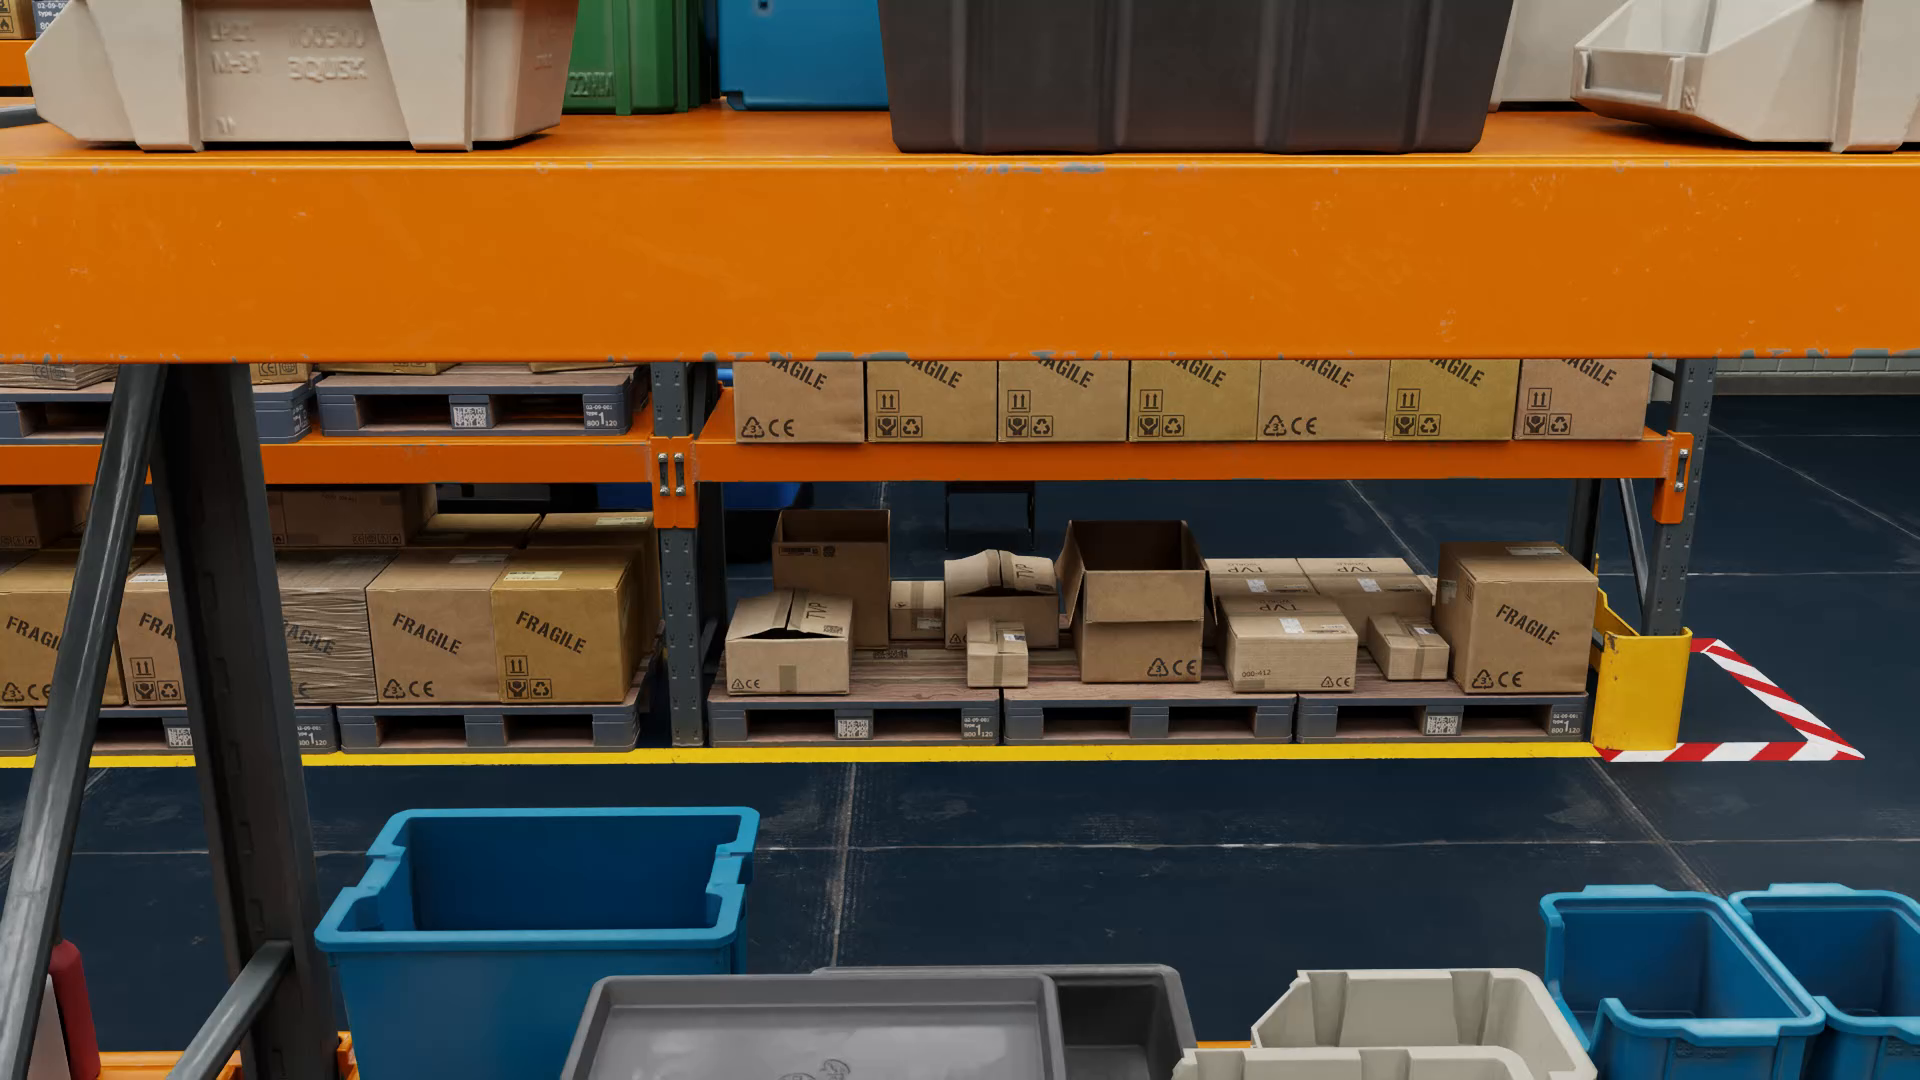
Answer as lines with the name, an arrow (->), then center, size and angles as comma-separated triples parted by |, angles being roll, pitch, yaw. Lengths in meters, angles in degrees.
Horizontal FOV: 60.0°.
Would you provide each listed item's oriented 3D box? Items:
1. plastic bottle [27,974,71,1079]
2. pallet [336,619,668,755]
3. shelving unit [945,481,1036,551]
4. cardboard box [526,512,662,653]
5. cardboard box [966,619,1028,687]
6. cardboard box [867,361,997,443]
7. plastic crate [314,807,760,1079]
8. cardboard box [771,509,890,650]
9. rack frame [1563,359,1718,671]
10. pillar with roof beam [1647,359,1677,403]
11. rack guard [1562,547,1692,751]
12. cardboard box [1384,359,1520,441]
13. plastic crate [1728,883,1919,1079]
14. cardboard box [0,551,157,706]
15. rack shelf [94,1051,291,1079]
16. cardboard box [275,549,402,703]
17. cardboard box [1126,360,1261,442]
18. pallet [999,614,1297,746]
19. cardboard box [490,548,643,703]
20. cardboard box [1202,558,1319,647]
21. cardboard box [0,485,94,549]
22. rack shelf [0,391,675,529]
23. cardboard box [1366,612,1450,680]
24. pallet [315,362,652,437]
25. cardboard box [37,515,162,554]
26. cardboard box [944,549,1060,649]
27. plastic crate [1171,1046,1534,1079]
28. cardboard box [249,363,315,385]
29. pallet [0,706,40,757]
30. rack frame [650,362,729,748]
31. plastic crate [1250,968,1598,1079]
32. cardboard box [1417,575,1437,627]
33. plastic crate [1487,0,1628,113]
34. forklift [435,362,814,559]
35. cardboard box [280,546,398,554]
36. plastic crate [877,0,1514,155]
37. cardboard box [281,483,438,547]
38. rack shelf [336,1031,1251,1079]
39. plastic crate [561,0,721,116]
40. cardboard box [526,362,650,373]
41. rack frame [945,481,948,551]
plastic bottle -> -1.456, 0.718, 2.478 | 0.185, 0.351, 0.144 | 0, 18, -1
pallet -> -1.946, 0.622, 7.262 | 1.213, 0.211, 1.003 | 0, 18, -1
shelving unit -> 0.166, -1.001, 9.229 | 0.503, 2.100, 0.431 | 0, 18, -1
cardboard box -> -1.621, 0.188, 7.423 | 0.500, 0.500, 0.500 | -1, 18, -3
cardboard box -> 0.155, 0.476, 7.072 | 0.250, 0.166, 0.380 | 0, 18, -1
cardboard box -> -0.107, -0.691, 6.628 | 0.500, 0.500, 0.500 | 0, 18, 0
plastic crate -> -0.597, 0.665, 2.493 | 0.575, 0.384, 0.392 | 0, 18, -1
cardboard box -> -0.568, 0.171, 7.477 | 0.500, 0.500, 0.500 | 0, 18, -1
rack frame -> 2.866, -0.740, 6.944 | 0.127, 3.000, 1.000 | 0, 18, -1
pillar with roof beam -> 5.538, -4.072, 7.509 | 0.400, 9.000, 9.100 | 0, 18, -1
rack guard -> 2.790, 0.450, 7.325 | 0.348, 0.500, 1.175 | 0, 18, -1
cardboard box -> 1.904, -0.699, 6.652 | 0.500, 0.500, 0.500 | 0, 18, 0
plastic crate -> 1.372, 0.731, 2.534 | 0.300, 0.233, 0.416 | 0, 18, -1
cardboard box -> -3.648, 0.359, 6.889 | 0.500, 0.500, 0.500 | -1, 18, -2
rack shelf -> -3.059, 1.144, 2.248 | 4.000, 0.370, 1.077 | 0, 18, -1
cardboard box -> -2.618, 0.352, 6.912 | 0.500, 0.500, 0.500 | 0, 18, 0
cardboard box -> 0.901, -0.696, 6.642 | 0.500, 0.500, 0.500 | -1, 18, -2
pallet -> 0.776, 0.597, 7.341 | 1.213, 0.211, 1.003 | 0, 18, -1
cardboard box -> -1.622, 0.350, 6.918 | 0.500, 0.500, 0.500 | 0, 18, -1
cardboard box -> 1.318, 0.280, 7.544 | 0.500, 0.250, 0.500 | 0, 18, -1
cardboard box -> -4.145, -0.156, 7.266 | 0.500, 0.250, 0.500 | 0, 18, 1
rack shelf -> -3.133, -0.369, 6.964 | 4.000, 0.370, 1.077 | 0, 18, -1
cardboard box -> 1.920, 0.452, 7.147 | 0.250, 0.166, 0.380 | 0, 18, -1
pallet -> -1.934, -0.659, 7.005 | 1.213, 0.211, 1.003 | 0, 18, -1
cardboard box -> -3.684, 0.201, 7.383 | 0.500, 0.500, 0.500 | -1, 18, -3
cardboard box -> 0.182, 0.257, 7.517 | 0.500, 0.311, 0.500 | 0, 18, -1
plastic crate -> 0.471, 0.869, 2.024 | 0.530, 0.282, 0.437 | 0, 18, -1
cardboard box -> -2.899, -0.941, 6.719 | 0.500, 0.500, 0.700 | -5, 18, -15
pallet -> -4.386, 0.634, 7.225 | 1.213, 0.211, 1.003 | 0, 18, -1
rack frame -> -1.133, -0.721, 6.884 | 0.127, 3.000, 1.000 | 0, 18, -1
plastic crate -> 0.678, 0.789, 2.511 | 0.466, 0.136, 0.293 | 0, 18, -1
cardboard box -> 2.192, 0.298, 7.627 | 0.250, 0.166, 0.380 | 0, 18, -1
plastic crate -> 0.720, -0.683, 2.048 | 0.530, 0.282, 0.437 | 0, 18, -1
forklift -> -2.411, -1.438, 9.232 | 3.031, 2.935, 1.130 | 1, 18, 2
cardboard box -> -2.654, 0.194, 7.404 | 0.500, 0.500, 0.500 | 0, 18, 0
plastic crate -> 0.188, -0.496, 1.487 | 0.590, 0.269, 0.497 | 0, 18, -1
cardboard box -> -2.621, -0.164, 7.294 | 0.500, 0.250, 0.500 | 0, 18, -1
rack shelf -> 0.941, 1.125, 2.308 | 4.000, 0.370, 1.077 | 0, 18, -1
plastic crate -> -0.640, -0.630, 2.036 | 0.662, 0.188, 0.450 | 0, 18, -1
cardboard box -> -1.610, -1.034, 7.010 | 0.500, 0.500, 0.700 | -6, 19, -19
rack frame -> -0.078, -0.999, 9.226 | 0.015, 2.100, 0.400 | 0, 18, -1
